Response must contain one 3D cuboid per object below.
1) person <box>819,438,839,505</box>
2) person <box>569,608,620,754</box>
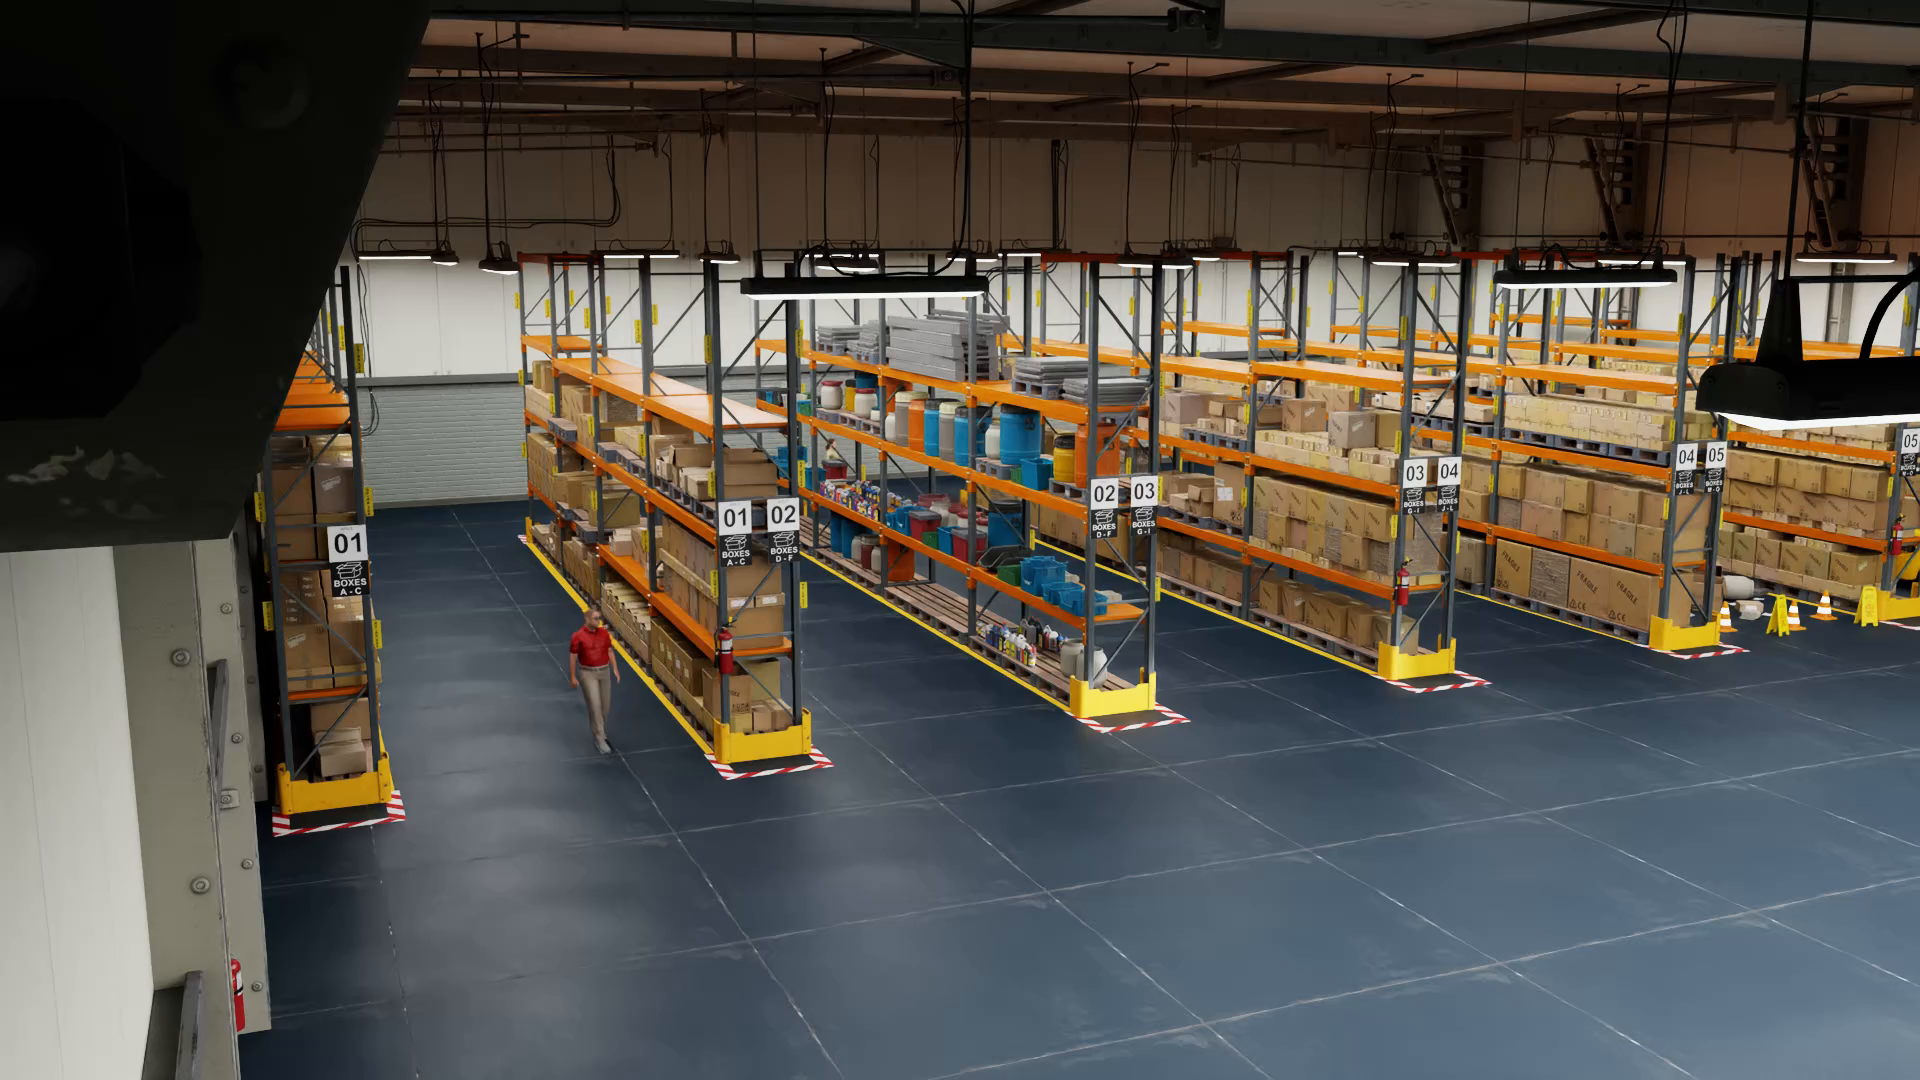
[{"bbox_3d":[-2.919,-1.581,39.070,0.972,1.618,0.461,0,10,2],"label":"person"},{"bbox_3d":[-4.509,1.742,20.862,0.565,1.731,0.781,-10,14,-44],"label":"person"}]
